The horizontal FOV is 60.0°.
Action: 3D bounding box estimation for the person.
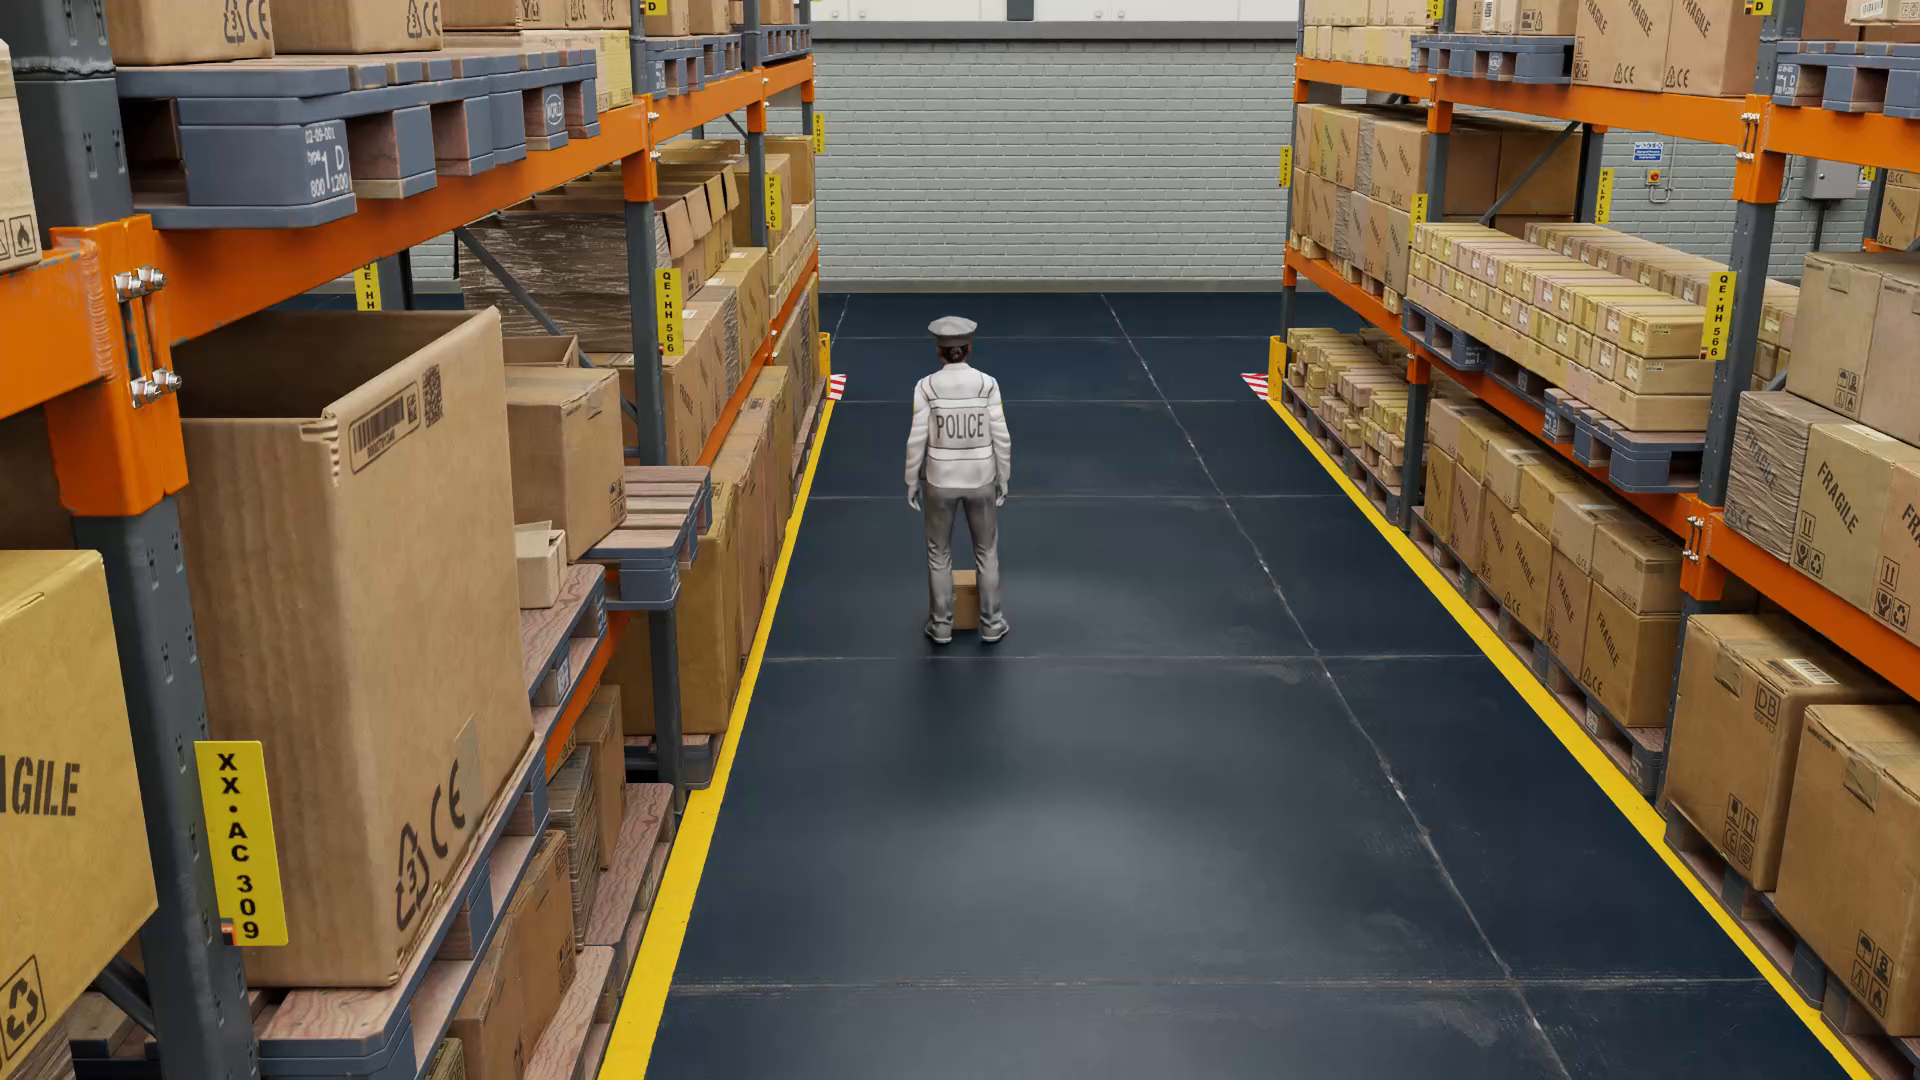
[{"bbox_3d":[-0.007,-0.285,8.453,0.547,1.666,0.371,-2,17,-5],"label":"person"}]
